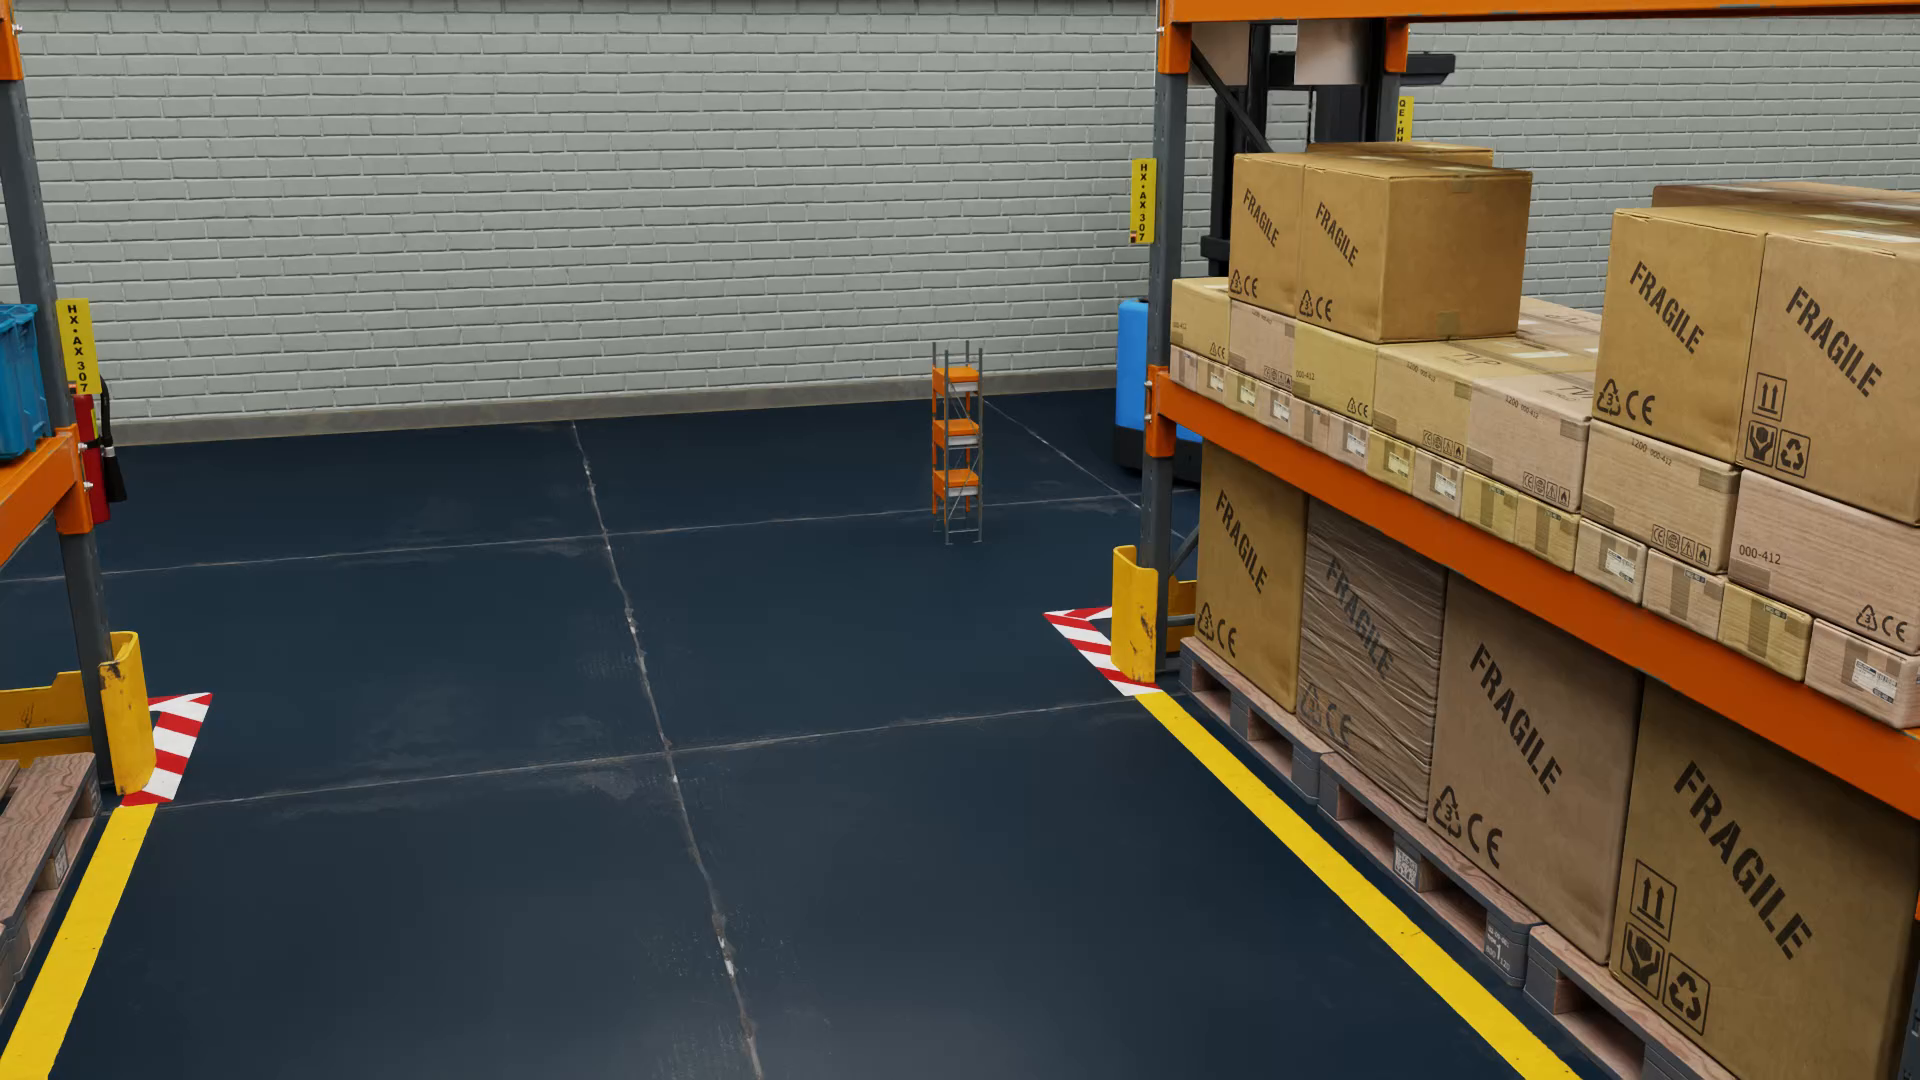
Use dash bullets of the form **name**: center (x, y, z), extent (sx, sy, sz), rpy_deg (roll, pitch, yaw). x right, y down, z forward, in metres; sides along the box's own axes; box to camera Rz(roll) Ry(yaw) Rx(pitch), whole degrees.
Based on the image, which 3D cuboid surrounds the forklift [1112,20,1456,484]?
- **forklift**: center (2.355, -2.015, 10.566), extent (3.031, 2.935, 1.130), rpy_deg (-15, 23, -42)

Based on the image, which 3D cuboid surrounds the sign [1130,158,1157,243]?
- **sign**: center (0.718, -1.330, 6.522), extent (0.100, 0.325, 0.005), rpy_deg (-5, 17, -15)

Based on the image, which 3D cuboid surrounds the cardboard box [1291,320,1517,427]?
- **cardboard box**: center (1.410, -0.553, 5.324), extent (0.500, 0.250, 0.500), rpy_deg (-5, 18, -17)

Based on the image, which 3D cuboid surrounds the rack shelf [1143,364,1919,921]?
- **rack shelf**: center (1.803, -0.022, 5.061), extent (1.077, 0.370, 4.000), rpy_deg (-5, 17, -15)

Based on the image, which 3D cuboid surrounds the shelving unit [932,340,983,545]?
- **shelving unit**: center (-0.015, -0.518, 8.850), extent (0.215, 1.050, 0.252), rpy_deg (-5, 17, -15)

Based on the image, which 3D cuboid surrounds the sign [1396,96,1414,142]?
- **sign**: center (1.779, -1.626, 6.728), extent (0.100, 0.325, 0.005), rpy_deg (-5, 17, -15)

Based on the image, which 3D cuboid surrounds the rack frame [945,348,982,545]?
- **rack frame**: center (0.019, -0.484, 8.738), extent (0.200, 1.050, 0.008), rpy_deg (-5, 17, -15)

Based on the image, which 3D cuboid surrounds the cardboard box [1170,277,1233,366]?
- **cardboard box**: center (1.126, -0.836, 6.265), extent (0.500, 0.250, 0.500), rpy_deg (-5, 17, -17)

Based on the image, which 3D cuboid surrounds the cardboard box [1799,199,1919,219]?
- **cardboard box**: center (2.339, -0.532, 3.950), extent (0.500, 0.500, 0.500), rpy_deg (-5, 17, -15)

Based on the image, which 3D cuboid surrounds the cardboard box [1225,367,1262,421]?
- **cardboard box**: center (1.177, -0.533, 5.950), extent (0.380, 0.149, 0.250), rpy_deg (-5, 17, -17)

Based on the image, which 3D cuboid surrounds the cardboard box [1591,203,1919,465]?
- **cardboard box**: center (1.836, -0.488, 3.802), extent (0.500, 0.500, 0.500), rpy_deg (-5, 17, -15)

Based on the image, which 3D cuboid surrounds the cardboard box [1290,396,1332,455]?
- **cardboard box**: center (1.318, -0.391, 5.476), extent (0.380, 0.149, 0.250), rpy_deg (-5, 17, -16)

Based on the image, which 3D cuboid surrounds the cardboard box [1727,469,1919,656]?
- **cardboard box**: center (1.979, 0.015, 3.432), extent (0.500, 0.250, 0.500), rpy_deg (-5, 17, -16)

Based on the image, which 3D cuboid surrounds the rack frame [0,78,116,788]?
- **rack frame**: center (-3.509, -0.528, 5.495), extent (1.000, 3.000, 0.127), rpy_deg (-5, 17, -15)

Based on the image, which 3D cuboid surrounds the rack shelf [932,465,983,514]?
- **rack shelf**: center (-0.015, -0.241, 8.933), extent (0.215, 0.259, 0.240), rpy_deg (-5, 17, -15)

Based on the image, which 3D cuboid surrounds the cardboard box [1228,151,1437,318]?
- **cardboard box**: center (1.263, -1.057, 5.696), extent (0.500, 0.500, 0.500), rpy_deg (-5, 17, -17)

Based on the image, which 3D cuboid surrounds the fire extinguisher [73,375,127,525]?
- **fire extinguisher**: center (-3.113, -0.390, 5.819), extent (0.296, 0.674, 0.183), rpy_deg (-5, 17, -15)

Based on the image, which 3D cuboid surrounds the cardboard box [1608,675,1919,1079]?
- **cardboard box**: center (2.248, 0.815, 3.990), extent (0.875, 0.875, 0.875), rpy_deg (-5, 17, -15)

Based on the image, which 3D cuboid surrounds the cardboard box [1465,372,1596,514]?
- **cardboard box**: center (1.694, -0.269, 4.378), extent (0.500, 0.250, 0.500), rpy_deg (-4, 17, -14)

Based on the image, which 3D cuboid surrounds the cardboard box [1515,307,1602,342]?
- **cardboard box**: center (1.921, -0.596, 5.465), extent (0.500, 0.250, 0.500), rpy_deg (-5, 18, -17)

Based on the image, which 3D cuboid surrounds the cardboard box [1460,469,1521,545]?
- **cardboard box**: center (1.601, -0.107, 4.529), extent (0.380, 0.149, 0.250), rpy_deg (-5, 17, -16)

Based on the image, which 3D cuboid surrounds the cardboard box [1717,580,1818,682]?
- **cardboard box**: center (1.883, 0.178, 3.584), extent (0.380, 0.149, 0.250), rpy_deg (-4, 17, -14)

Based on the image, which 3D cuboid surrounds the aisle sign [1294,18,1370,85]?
- **aisle sign**: center (1.522, -2.208, 6.570), extent (0.394, 0.787, 0.004), rpy_deg (-5, 17, -15)

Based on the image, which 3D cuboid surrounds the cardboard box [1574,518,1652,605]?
- **cardboard box**: center (1.742, 0.036, 4.056), extent (0.380, 0.149, 0.250), rpy_deg (-4, 17, -14)

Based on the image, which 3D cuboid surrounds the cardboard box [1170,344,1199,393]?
- **cardboard box**: center (1.034, -0.675, 6.421), extent (0.380, 0.149, 0.250), rpy_deg (-4, 17, -15)

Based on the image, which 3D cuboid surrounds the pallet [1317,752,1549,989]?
- **pallet**: center (1.880, 0.968, 5.363), extent (1.003, 0.211, 1.213), rpy_deg (-5, 17, -15)

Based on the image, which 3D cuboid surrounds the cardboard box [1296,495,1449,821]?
- **cardboard box**: center (1.757, 0.319, 5.638), extent (0.875, 0.875, 0.875), rpy_deg (-5, 17, -15)

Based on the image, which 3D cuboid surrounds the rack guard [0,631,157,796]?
- **rack guard**: center (-3.528, 0.664, 5.874), extent (1.175, 0.500, 0.348), rpy_deg (-5, 17, -15)

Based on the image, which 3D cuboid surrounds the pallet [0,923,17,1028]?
- **pallet**: center (-2.988, 1.376, 4.005), extent (1.003, 0.211, 1.213), rpy_deg (-5, 17, -15)

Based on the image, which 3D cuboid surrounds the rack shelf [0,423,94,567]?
- **rack shelf**: center (-2.959, 0.370, 3.757), extent (1.077, 0.370, 4.000), rpy_deg (-5, 17, -15)

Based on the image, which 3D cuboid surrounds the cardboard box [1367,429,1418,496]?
- **cardboard box**: center (1.458, -0.249, 5.005), extent (0.380, 0.149, 0.250), rpy_deg (-5, 17, -17)

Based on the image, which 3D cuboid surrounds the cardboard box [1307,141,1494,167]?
- **cardboard box**: center (1.640, -1.235, 6.290), extent (0.500, 0.500, 0.500), rpy_deg (-4, 17, -15)
